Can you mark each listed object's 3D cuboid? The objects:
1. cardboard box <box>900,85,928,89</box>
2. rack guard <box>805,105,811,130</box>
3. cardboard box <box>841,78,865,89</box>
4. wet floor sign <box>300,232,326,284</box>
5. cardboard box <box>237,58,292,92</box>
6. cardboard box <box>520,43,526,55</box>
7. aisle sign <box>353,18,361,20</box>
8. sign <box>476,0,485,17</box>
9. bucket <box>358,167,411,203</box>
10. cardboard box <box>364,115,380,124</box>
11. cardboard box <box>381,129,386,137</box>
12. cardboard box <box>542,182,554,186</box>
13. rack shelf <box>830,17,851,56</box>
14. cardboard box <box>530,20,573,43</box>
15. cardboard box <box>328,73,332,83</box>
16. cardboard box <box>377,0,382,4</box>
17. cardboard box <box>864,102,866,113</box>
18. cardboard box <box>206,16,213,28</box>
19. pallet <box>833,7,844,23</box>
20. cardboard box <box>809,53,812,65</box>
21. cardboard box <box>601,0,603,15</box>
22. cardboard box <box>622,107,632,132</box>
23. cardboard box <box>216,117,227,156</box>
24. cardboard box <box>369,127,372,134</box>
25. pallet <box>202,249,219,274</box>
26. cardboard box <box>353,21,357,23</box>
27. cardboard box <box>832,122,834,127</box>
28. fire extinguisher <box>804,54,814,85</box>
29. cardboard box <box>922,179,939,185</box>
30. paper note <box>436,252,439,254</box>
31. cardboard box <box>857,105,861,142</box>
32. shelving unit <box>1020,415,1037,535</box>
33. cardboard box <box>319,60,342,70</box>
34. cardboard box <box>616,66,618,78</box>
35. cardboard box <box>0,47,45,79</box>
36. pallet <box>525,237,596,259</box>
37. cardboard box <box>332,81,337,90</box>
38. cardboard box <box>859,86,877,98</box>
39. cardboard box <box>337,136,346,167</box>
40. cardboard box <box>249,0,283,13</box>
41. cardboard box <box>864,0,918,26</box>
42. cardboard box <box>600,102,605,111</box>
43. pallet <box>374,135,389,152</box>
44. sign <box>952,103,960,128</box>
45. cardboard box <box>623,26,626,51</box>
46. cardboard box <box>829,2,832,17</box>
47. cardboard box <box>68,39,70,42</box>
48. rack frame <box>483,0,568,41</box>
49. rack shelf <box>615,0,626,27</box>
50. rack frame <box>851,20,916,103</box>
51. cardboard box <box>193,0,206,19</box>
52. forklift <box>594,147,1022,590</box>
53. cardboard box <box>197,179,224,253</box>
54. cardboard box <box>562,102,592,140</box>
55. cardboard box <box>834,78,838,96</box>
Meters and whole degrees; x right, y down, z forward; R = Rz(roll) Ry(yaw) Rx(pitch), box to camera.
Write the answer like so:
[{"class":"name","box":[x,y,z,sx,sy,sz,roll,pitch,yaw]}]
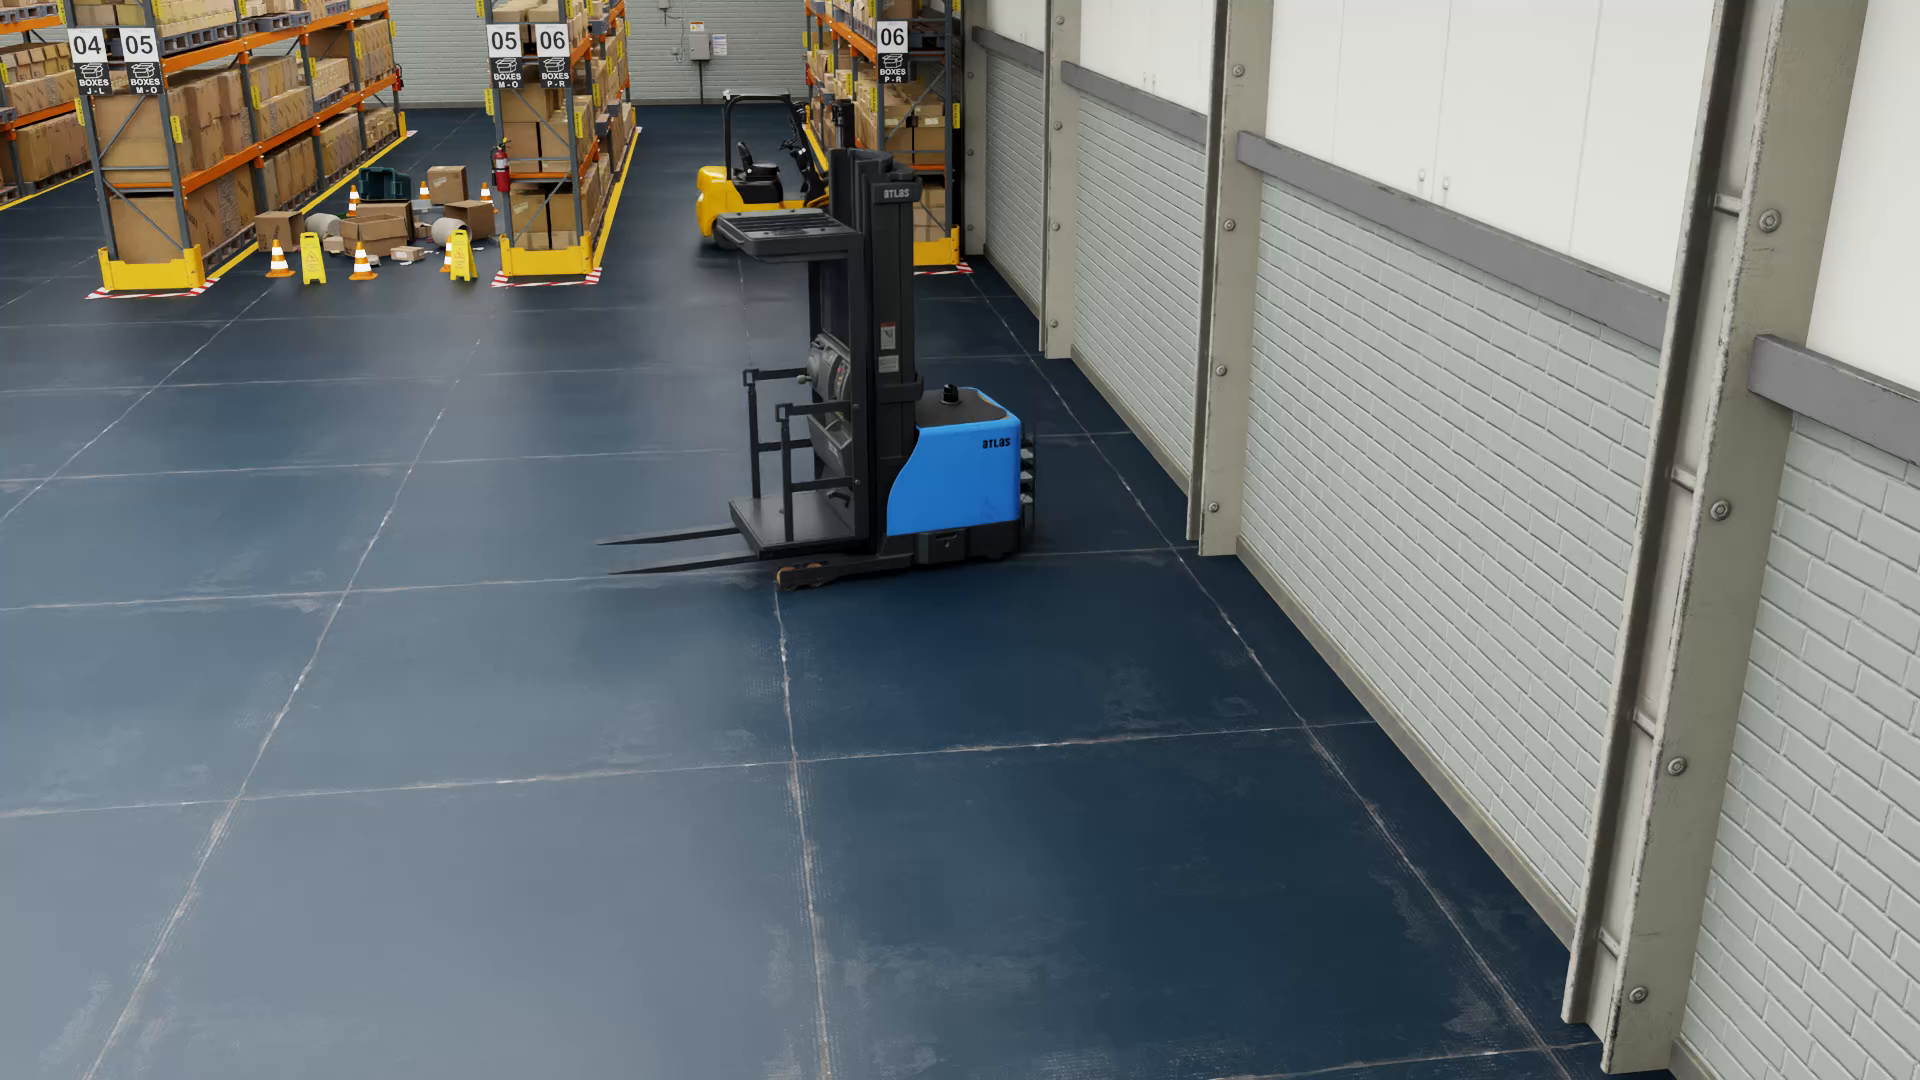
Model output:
[{"class":"cardboard box","box":[-0.692,-6.747,24.998,0.380,0.149,0.250,-3,21,-9]},{"class":"rack guard","box":[-2.901,-9.573,37.632,1.175,0.500,0.348,-3,21,-8]},{"class":"cardboard box","box":[-1.779,-7.602,27.713,0.380,0.149,0.250,-3,21,-9]},{"class":"wet floor sign","box":[-8.437,-3.681,21.650,0.267,0.644,0.232,-7,21,-17]},{"class":"cardboard box","box":[-11.425,-7.648,27.335,0.700,0.500,0.500,-3,21,-9]},{"class":"cardboard box","box":[-5.845,-6.376,21.572,0.380,0.149,0.250,-3,21,-8]},{"class":"aisle sign","box":[-13.014,-11.462,35.402,0.394,0.787,0.004,-3,21,-8]},{"class":"sign","box":[-6.069,-6.778,21.023,0.100,0.325,0.005,-3,21,-8]},{"class":"bucket","box":[-8.676,-5.327,25.197,0.726,0.611,0.620,4,11,11]},{"class":"cardboard box","box":[-12.175,-8.661,34.242,0.380,0.149,0.250,-3,21,-7]},{"class":"cardboard box","box":[-12.168,-8.478,34.603,0.380,0.149,0.250,-3,21,-7]},{"class":"cardboard box","box":[-6.035,-4.859,23.695,0.500,0.500,0.500,-3,21,-9]},{"class":"rack shelf","box":[-1.470,-8.376,27.596,1.077,0.370,4.000,-3,21,-8]},{"class":"cardboard box","box":[-5.326,-6.641,21.711,0.500,0.250,0.500,-3,21,-9]},{"class":"cardboard box","box":[-11.655,-8.399,30.250,0.380,0.149,0.250,-2,21,-6]},{"class":"cardboard box","box":[-12.299,-11.248,34.473,0.500,0.250,0.500,-3,21,-8]},{"class":"cardboard box","box":[-1.193,-6.306,24.243,0.380,0.149,0.250,-3,21,-9]},{"class":"cardboard box","box":[-10.423,-7.059,22.658,0.380,0.149,0.250,-3,21,-8]},{"class":"pallet","box":[-1.572,-9.087,28.740,1.213,0.211,1.003,-2,21,-5]},{"class":"cardboard box","box":[-3.040,-10.494,36.315,0.500,0.250,0.500,-3,21,-7]},{"class":"cardboard box","box":[-5.949,-8.467,26.425,0.500,0.250,0.500,-3,21,-8]},{"class":"cardboard box","box":[-7.489,-8.975,35.521,0.875,0.438,0.875,-2,21,-6]},{"class":"cardboard box","box":[-10.849,-5.640,23.315,0.875,0.550,0.550,-3,21,-8]},{"class":"cardboard box","box":[-12.098,-8.250,33.568,0.380,0.149,0.250,-4,21,-11]},{"class":"pallet","box":[-10.593,-3.661,22.216,1.003,0.211,1.213,-3,21,-8]},{"class":"cardboard box","box":[-12.826,-10.545,34.666,0.500,0.500,0.500,-2,21,-6]},{"class":"cardboard box","box":[-2.244,-7.949,31.756,0.380,0.149,0.250,-4,21,-10]},{"class":"fire extinguisher","box":[-3.390,-10.587,37.418,0.296,0.674,0.183,-3,21,-8]},{"class":"cardboard box","box":[-0.563,-4.956,23.600,0.500,0.250,0.500,-3,21,-8]},{"class":"paper note","box":[-7.424,-4.082,23.632,0.032,0.001,0.123,-3,21,-8]},{"class":"cardboard box","box":[-1.285,-6.316,25.197,0.500,0.500,0.500,-3,21,-7]},{"class":"shelving unit","box":[0.427,-0.486,12.731,0.258,0.900,0.210,-8,22,-20]},{"class":"cardboard box","box":[-11.804,-8.895,31.153,0.380,0.149,0.250,-4,21,-9]},{"class":"cardboard box","box":[-6.863,-8.985,31.984,0.500,0.250,0.500,-2,21,-6]},{"class":"cardboard box","box":[-16.760,-8.477,29.550,0.797,0.503,0.637,-2,21,-6]},{"class":"pallet","box":[-5.610,-3.982,23.076,1.003,0.211,1.213,-3,21,-8]},{"class":"cardboard box","box":[-11.686,-8.350,30.543,0.380,0.149,0.250,-2,21,-5]},{"class":"cardboard box","box":[-1.321,-6.712,24.905,0.380,0.149,0.250,-2,21,-7]},{"class":"cardboard box","box":[-11.558,-7.099,30.408,0.500,0.500,0.500,-3,21,-9]},{"class":"cardboard box","box":[-11.026,-8.572,26.206,0.500,0.500,0.500,-3,21,-8]},{"class":"cardboard box","box":[-0.959,-7.427,23.140,0.700,0.500,0.500,-3,21,-7]},{"class":"cardboard box","box":[-6.021,-7.103,27.205,0.380,0.149,0.250,-2,21,-6]},{"class":"pallet","box":[-12.441,-8.197,34.361,1.003,0.211,1.213,-3,21,-8]},{"class":"sign","box":[-0.055,-5.699,22.337,0.100,0.325,0.005,-3,21,-8]},{"class":"cardboard box","box":[-7.414,-10.699,35.504,0.500,0.500,0.500,-3,21,-8]},{"class":"cardboard box","box":[-2.073,-9.501,29.794,0.500,0.250,0.500,-4,21,-10]},{"class":"cardboard box","box":[-17.675,-9.907,33.672,0.500,0.500,0.500,-3,21,-9]},{"class":"rack frame","box":[-5.517,-7.789,20.710,1.000,3.000,0.127,-3,21,-8]},{"class":"rack shelf","box":[-7.535,-10.894,34.339,1.077,0.370,4.000,-3,21,-8]},{"class":"rack frame","box":[-1.182,-6.615,26.141,1.000,3.000,0.127,-3,21,-8]},{"class":"cardboard box","box":[-10.435,-7.116,22.241,0.500,0.250,0.500,-3,21,-8]},{"class":"forklift","box":[-1.117,-1.225,11.808,3.031,2.935,1.130,-7,22,-19]},{"class":"cardboard box","box":[-10.693,-4.432,22.731,0.875,0.875,0.875,-3,21,-9]},{"class":"cardboard box","box":[-5.623,-6.051,24.063,0.500,0.500,0.500,-2,21,-6]},{"class":"cardboard box","box":[-1.961,-7.997,29.340,0.500,0.250,0.500,-3,21,-8]}]
